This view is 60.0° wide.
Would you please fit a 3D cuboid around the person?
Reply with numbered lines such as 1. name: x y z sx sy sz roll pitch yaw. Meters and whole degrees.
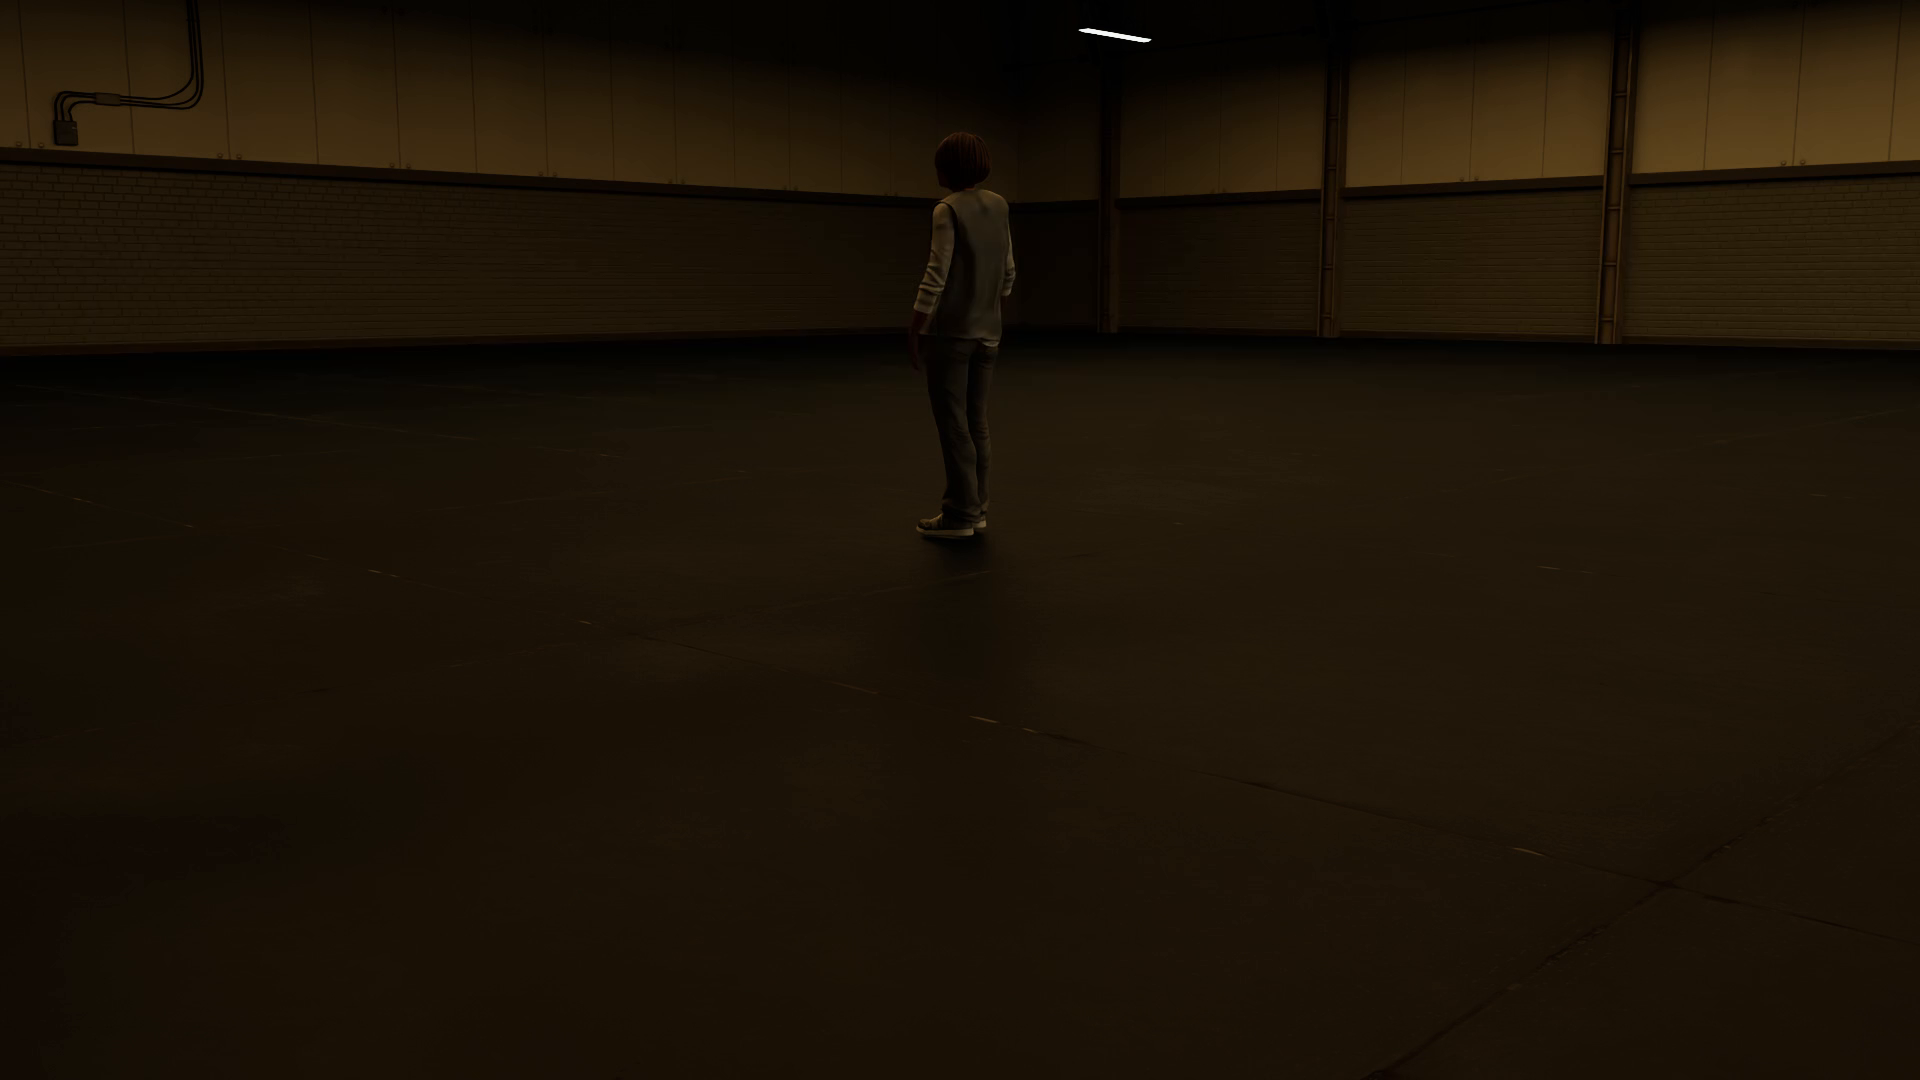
1. person: -0.043 -0.806 6.658 0.475 1.597 0.520 8 12 43
